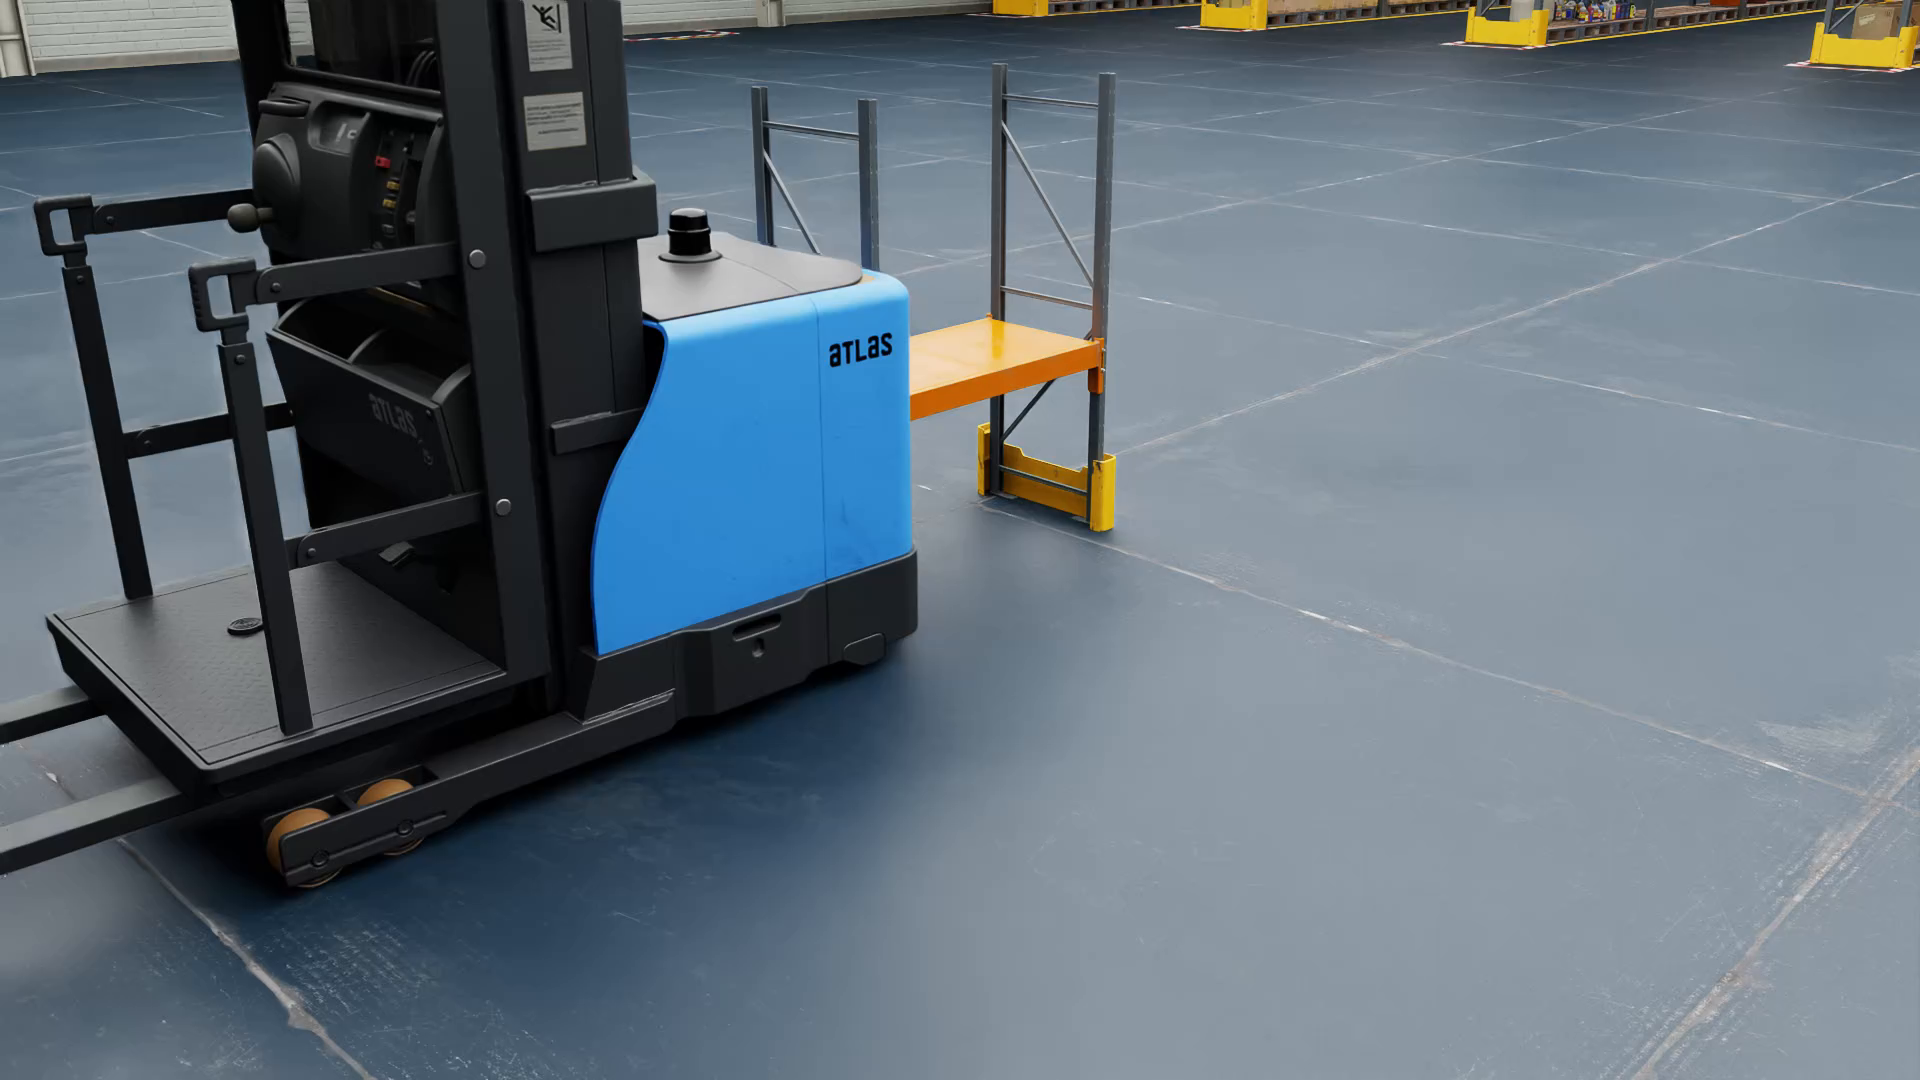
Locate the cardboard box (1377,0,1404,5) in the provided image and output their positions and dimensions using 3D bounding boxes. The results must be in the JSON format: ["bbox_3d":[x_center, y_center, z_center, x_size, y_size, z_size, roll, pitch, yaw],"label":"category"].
[{"bbox_3d":[7.890,-10.076,30.856,0.500,0.250,0.500,18,28,39],"label":"cardboard box"}]

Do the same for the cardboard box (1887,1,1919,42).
[{"bbox_3d":[13.026,-7.117,22.810,0.500,0.500,0.500,-17,27,-37],"label":"cardboard box"}]

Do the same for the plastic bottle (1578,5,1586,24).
[{"bbox_3d":[9.675,-8.173,25.847,0.097,0.271,0.097,0,21,0],"label":"plastic bottle"}]

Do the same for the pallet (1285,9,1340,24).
[{"bbox_3d":[5.995,-9.311,29.506,1.003,0.211,1.213,19,28,41],"label":"pallet"}]

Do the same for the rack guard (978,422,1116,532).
[{"bbox_3d":[0.294,-0.225,5.812,0.587,0.250,0.087,19,28,41],"label":"rack guard"}]

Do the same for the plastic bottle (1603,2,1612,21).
[{"bbox_3d":[10.259,-8.404,26.443,0.135,0.276,0.152,-20,28,-41],"label":"plastic bottle"}]

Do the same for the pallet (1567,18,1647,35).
[{"bbox_3d":[10.479,-8.417,27.180,1.003,0.211,1.213,19,28,41],"label":"pallet"}]

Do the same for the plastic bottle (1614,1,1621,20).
[{"bbox_3d":[10.517,-8.479,26.627,0.133,0.283,0.061,-18,27,-39],"label":"plastic bottle"}]

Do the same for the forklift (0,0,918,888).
[{"bbox_3d":[-1.545,-0.825,3.635,3.031,2.935,1.130,-18,28,-39],"label":"forklift"}]

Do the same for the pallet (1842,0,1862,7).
[{"bbox_3d":[17.894,-11.150,34.289,1.003,0.211,1.213,19,28,41],"label":"pallet"}]

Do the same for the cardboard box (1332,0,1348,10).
[{"bbox_3d":[6.570,-9.602,29.623,0.500,0.250,0.500,19,28,41],"label":"cardboard box"}]

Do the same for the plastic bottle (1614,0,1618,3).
[{"bbox_3d":[10.631,-8.648,26.974,0.144,0.351,0.185,19,28,41],"label":"plastic bottle"}]

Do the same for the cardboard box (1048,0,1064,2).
[{"bbox_3d":[1.636,-10.438,31.685,0.500,0.311,0.500,15,26,35],"label":"cardboard box"}]

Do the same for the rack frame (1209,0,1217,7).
[{"bbox_3d":[4.641,-10.094,27.655,1.000,3.000,0.127,19,28,41],"label":"rack frame"}]

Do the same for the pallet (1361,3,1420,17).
[{"bbox_3d":[7.917,-10.019,31.348,1.003,0.211,1.213,19,28,41],"label":"pallet"}]

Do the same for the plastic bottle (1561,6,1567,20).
[{"bbox_3d":[9.676,-8.452,26.671,0.097,0.201,0.097,0,21,0],"label":"plastic bottle"}]

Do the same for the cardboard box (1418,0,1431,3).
[{"bbox_3d":[8.607,-10.341,31.545,0.500,0.250,0.500,18,28,39],"label":"cardboard box"}]

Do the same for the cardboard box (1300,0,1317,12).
[{"bbox_3d":[5.869,-9.346,28.957,0.500,0.250,0.500,19,28,41],"label":"cardboard box"}]

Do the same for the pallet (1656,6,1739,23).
[{"bbox_3d":[13.199,-9.418,29.784,1.003,0.211,1.213,19,28,41],"label":"pallet"}]

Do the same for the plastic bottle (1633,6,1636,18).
[{"bbox_3d":[10.947,-8.609,27.079,0.097,0.201,0.097,0,21,0],"label":"plastic bottle"}]

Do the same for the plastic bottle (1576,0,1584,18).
[{"bbox_3d":[10.102,-8.642,27.067,0.097,0.271,0.097,0,21,0],"label":"plastic bottle"}]

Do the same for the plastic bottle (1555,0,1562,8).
[{"bbox_3d":[9.559,-8.541,26.694,0.185,0.351,0.144,-19,28,-40],"label":"plastic bottle"}]

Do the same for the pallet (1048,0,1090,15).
[{"bbox_3d":[1.734,-10.250,31.949,1.003,0.211,1.213,19,28,41],"label":"pallet"}]

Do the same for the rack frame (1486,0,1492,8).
[{"bbox_3d":[10.221,-12.150,33.005,1.000,3.000,0.127,19,28,41],"label":"rack frame"}]

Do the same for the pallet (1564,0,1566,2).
[{"bbox_3d":[12.471,-11.658,35.612,1.003,0.211,1.213,19,28,41],"label":"pallet"}]

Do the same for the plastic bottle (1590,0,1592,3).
[{"bbox_3d":[10.312,-8.730,27.280,0.061,0.283,0.133,19,28,41],"label":"plastic bottle"}]

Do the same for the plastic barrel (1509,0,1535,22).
[{"bbox_3d":[8.591,-8.076,25.288,0.421,0.512,0.421,0,21,0],"label":"plastic barrel"}]

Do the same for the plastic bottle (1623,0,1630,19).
[{"bbox_3d":[10.735,-8.612,26.880,0.144,0.351,0.185,18,28,39],"label":"plastic bottle"}]

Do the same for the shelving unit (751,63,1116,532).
[{"bbox_3d":[-0.053,-0.680,5.255,0.587,1.500,1.083,19,28,41],"label":"shelving unit"}]

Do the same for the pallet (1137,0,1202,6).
[{"bbox_3d":[4.421,-11.260,34.575,1.003,0.211,1.213,19,28,41],"label":"pallet"}]

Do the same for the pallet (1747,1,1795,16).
[{"bbox_3d":[15.139,-10.133,31.644,1.003,0.211,1.213,19,28,41],"label":"pallet"}]

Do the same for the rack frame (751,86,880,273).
[{"bbox_3d":[-0.414,-0.547,4.908,0.500,1.500,0.032,19,28,41],"label":"rack frame"}]

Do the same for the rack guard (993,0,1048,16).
[{"bbox_3d":[1.142,-10.185,31.377,1.175,0.500,0.348,19,28,41],"label":"rack guard"}]

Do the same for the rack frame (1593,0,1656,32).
[{"bbox_3d":[10.977,-9.881,27.102,1.000,3.000,0.127,19,28,41],"label":"rack frame"}]

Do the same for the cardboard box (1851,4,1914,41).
[{"bbox_3d":[12.183,-6.799,21.981,0.500,0.500,0.500,-14,25,-32],"label":"cardboard box"}]

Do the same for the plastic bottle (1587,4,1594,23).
[{"bbox_3d":[9.846,-8.232,25.984,0.133,0.283,0.061,-20,28,-41],"label":"plastic bottle"}]

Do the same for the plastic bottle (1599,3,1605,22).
[{"bbox_3d":[10.125,-8.339,26.279,0.097,0.271,0.097,0,21,0],"label":"plastic bottle"}]

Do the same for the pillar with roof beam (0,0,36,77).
[{"bbox_3d":[-8.515,-8.825,15.992,9.100,9.000,0.400,19,28,41],"label":"pillar with roof beam"}]

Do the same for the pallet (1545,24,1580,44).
[{"bbox_3d":[8.777,-7.790,25.548,1.003,0.211,1.213,19,28,41],"label":"pallet"}]

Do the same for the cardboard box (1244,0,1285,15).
[{"bbox_3d":[5.174,-9.088,28.286,0.500,0.250,0.500,19,28,41],"label":"cardboard box"}]

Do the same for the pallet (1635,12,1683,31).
[{"bbox_3d":[11.497,-8.791,28.153,1.003,0.211,1.213,19,28,41],"label":"pallet"}]

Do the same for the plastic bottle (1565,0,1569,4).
[{"bbox_3d":[9.840,-8.634,27.031,0.133,0.283,0.061,-19,28,-40],"label":"plastic bottle"}]

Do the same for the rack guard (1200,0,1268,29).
[{"bbox_3d":[4.624,-8.921,28.087,1.175,0.500,0.348,19,28,41],"label":"rack guard"}]

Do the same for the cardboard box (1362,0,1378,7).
[{"bbox_3d":[7.264,-9.861,30.295,0.500,0.250,0.500,19,28,41],"label":"cardboard box"}]

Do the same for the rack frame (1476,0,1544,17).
[{"bbox_3d":[8.187,-8.853,24.427,1.000,3.000,0.127,19,28,41],"label":"rack frame"}]

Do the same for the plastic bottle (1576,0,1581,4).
[{"bbox_3d":[10.117,-8.746,27.229,0.185,0.351,0.144,-19,28,-41],"label":"plastic bottle"}]

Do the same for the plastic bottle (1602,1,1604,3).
[{"bbox_3d":[10.284,-8.468,26.597,0.061,0.283,0.133,19,28,41],"label":"plastic bottle"}]

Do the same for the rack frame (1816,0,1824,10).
[{"bbox_3d":[16.558,-11.938,32.452,1.000,3.000,0.127,19,28,41],"label":"rack frame"}]

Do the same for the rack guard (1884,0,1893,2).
[{"bbox_3d":[19.356,-11.808,35.600,1.175,0.500,0.348,19,28,41],"label":"rack guard"}]

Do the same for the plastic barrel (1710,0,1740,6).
[{"bbox_3d":[14.097,-10.222,30.429,0.600,0.830,0.708,19,28,41],"label":"plastic barrel"}]

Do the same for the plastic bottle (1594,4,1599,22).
[{"bbox_3d":[9.984,-8.287,26.143,0.097,0.271,0.097,0,21,0],"label":"plastic bottle"}]

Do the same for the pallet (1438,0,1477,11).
[{"bbox_3d":[9.619,-10.647,32.980,1.003,0.211,1.213,19,28,41],"label":"pallet"}]
